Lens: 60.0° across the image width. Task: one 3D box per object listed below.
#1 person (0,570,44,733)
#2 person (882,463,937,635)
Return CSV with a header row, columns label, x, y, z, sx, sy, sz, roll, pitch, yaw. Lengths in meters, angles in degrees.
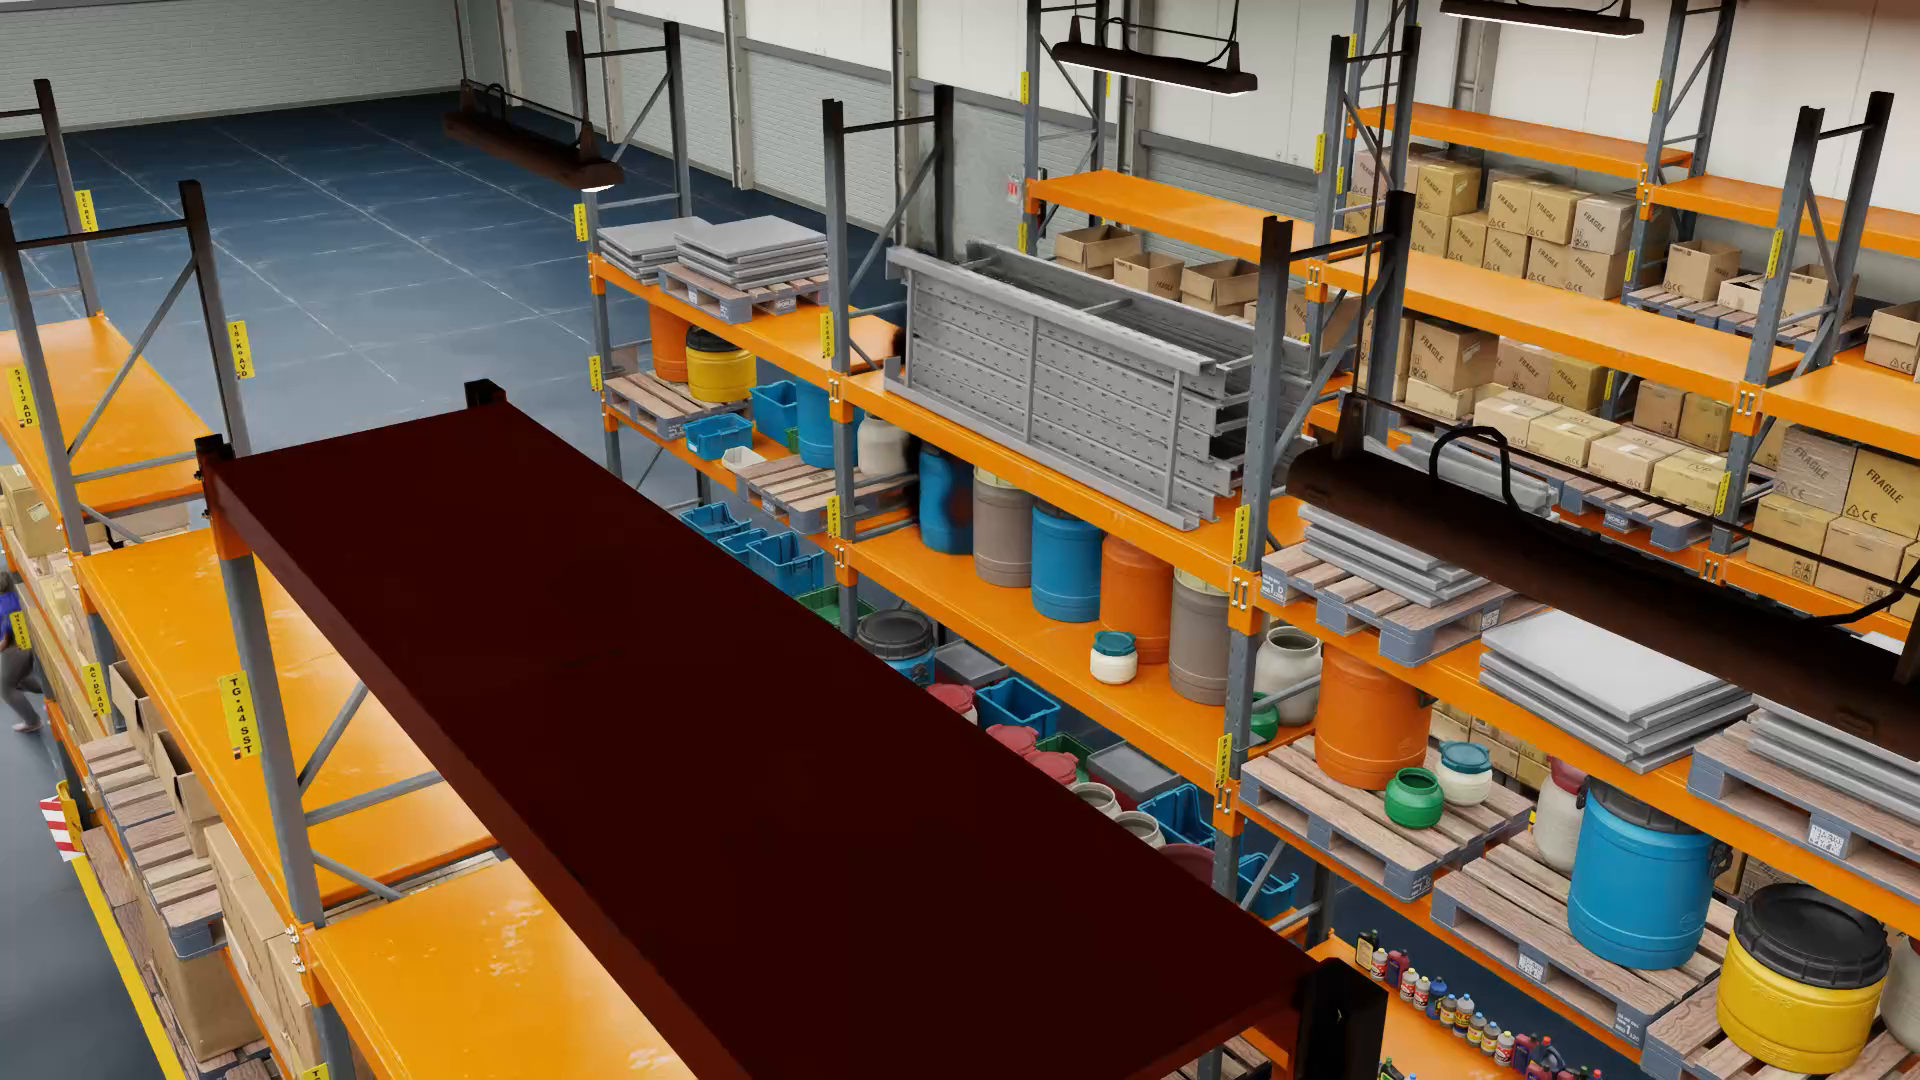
label,x,y,z,sx,sy,sz,roll,pitch,yaw
person,-8.389,1.013,14.910,0.605,1.628,0.587,-1,25,-1
person,-0.497,0.106,16.058,0.660,1.829,0.755,-22,33,-40
